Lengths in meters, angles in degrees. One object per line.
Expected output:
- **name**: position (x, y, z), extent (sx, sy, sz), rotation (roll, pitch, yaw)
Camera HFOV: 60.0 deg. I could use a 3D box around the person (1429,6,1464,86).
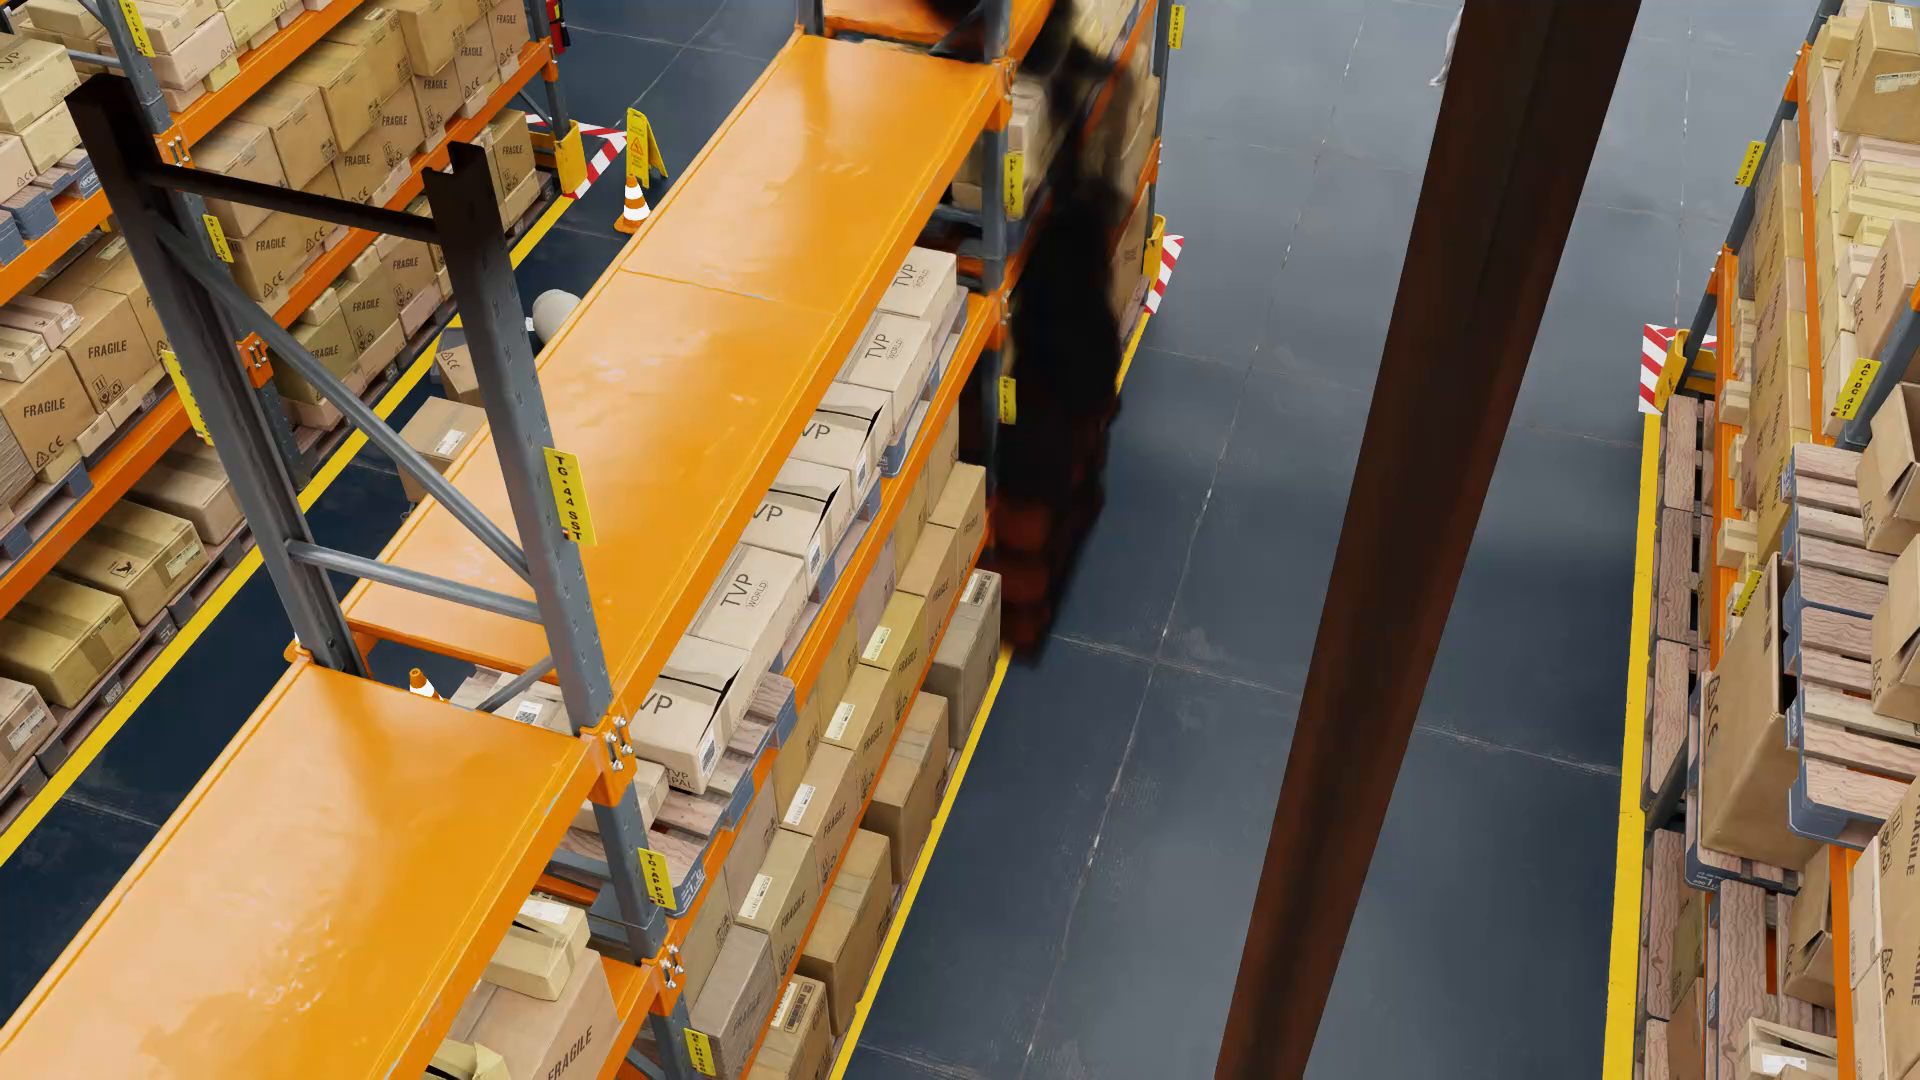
- **person**: position (4.609, -4.620, 14.464), extent (0.571, 1.751, 0.789), rotation (-24, 50, -21)
